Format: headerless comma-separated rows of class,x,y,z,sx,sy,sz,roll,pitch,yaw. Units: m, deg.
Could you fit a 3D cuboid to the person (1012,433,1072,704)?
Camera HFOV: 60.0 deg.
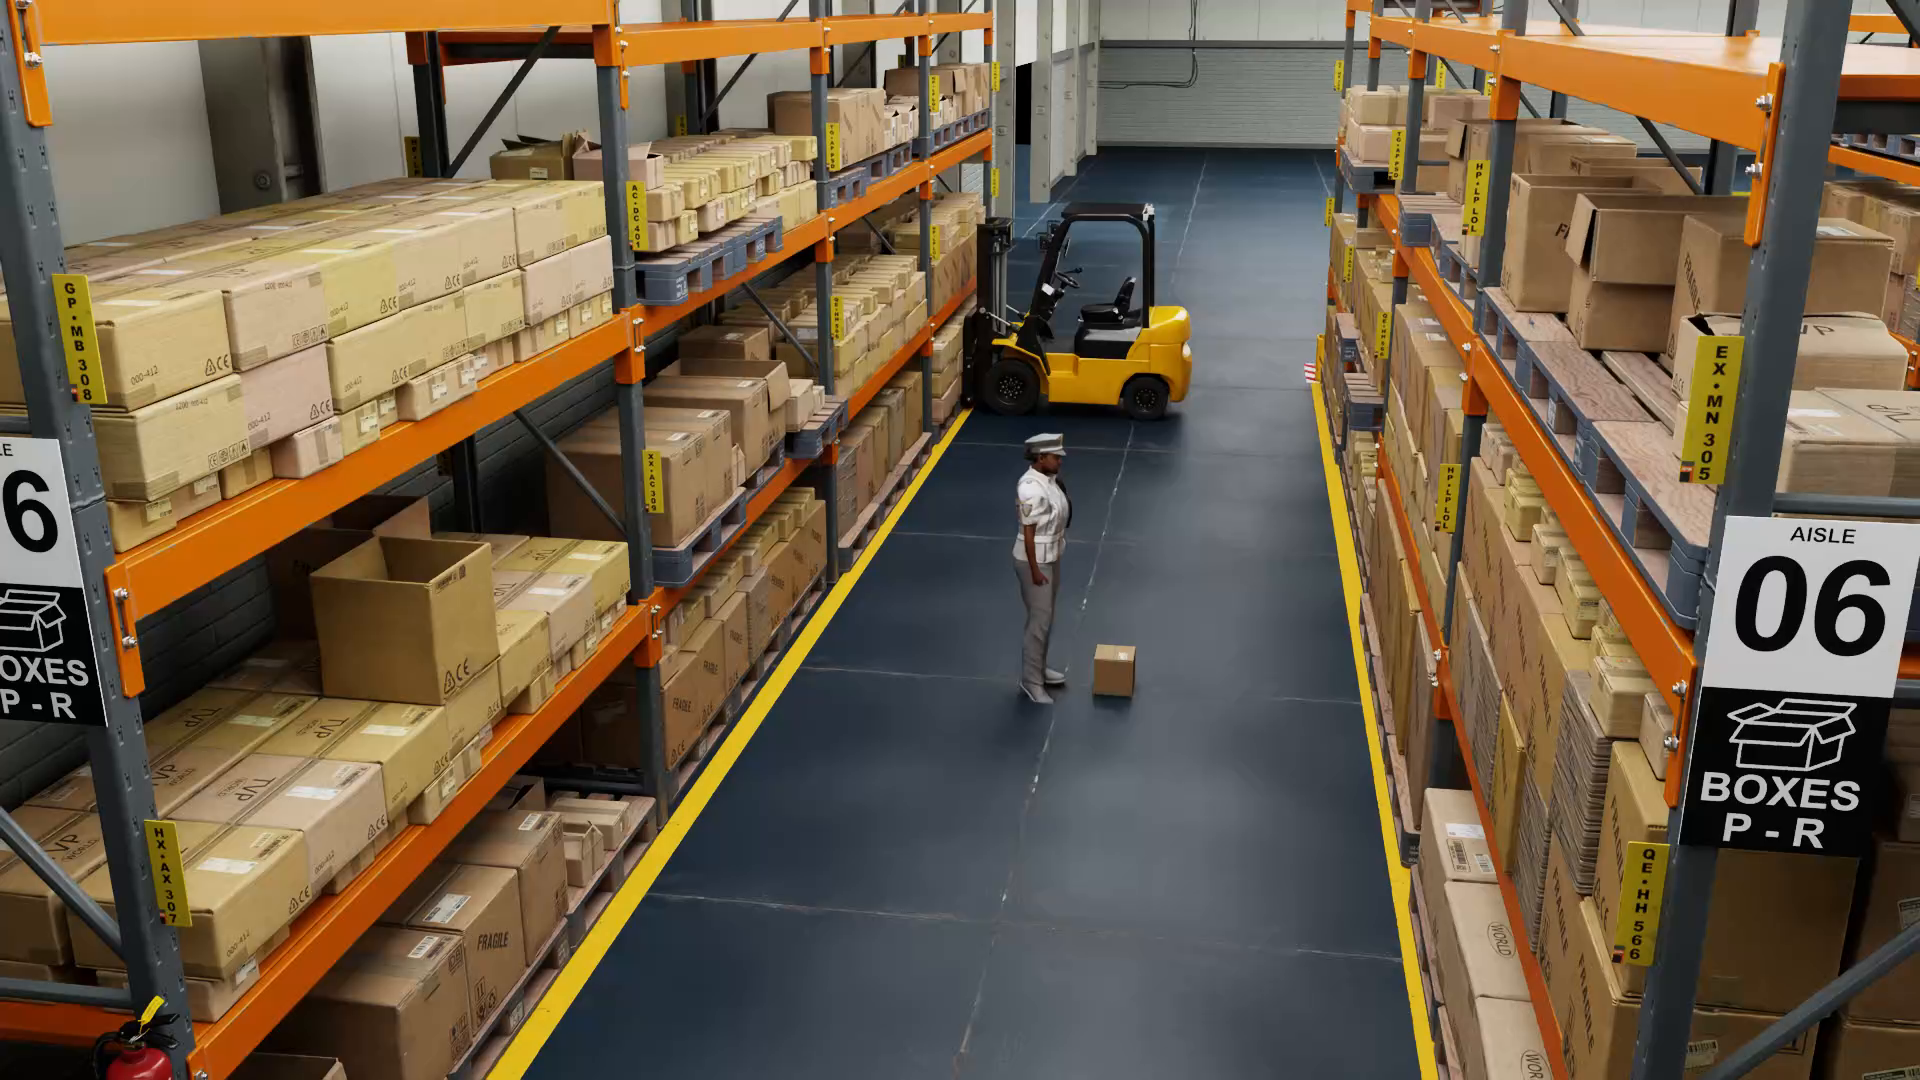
person,0.514,0.172,10.563,0.371,1.722,0.545,7,19,20
